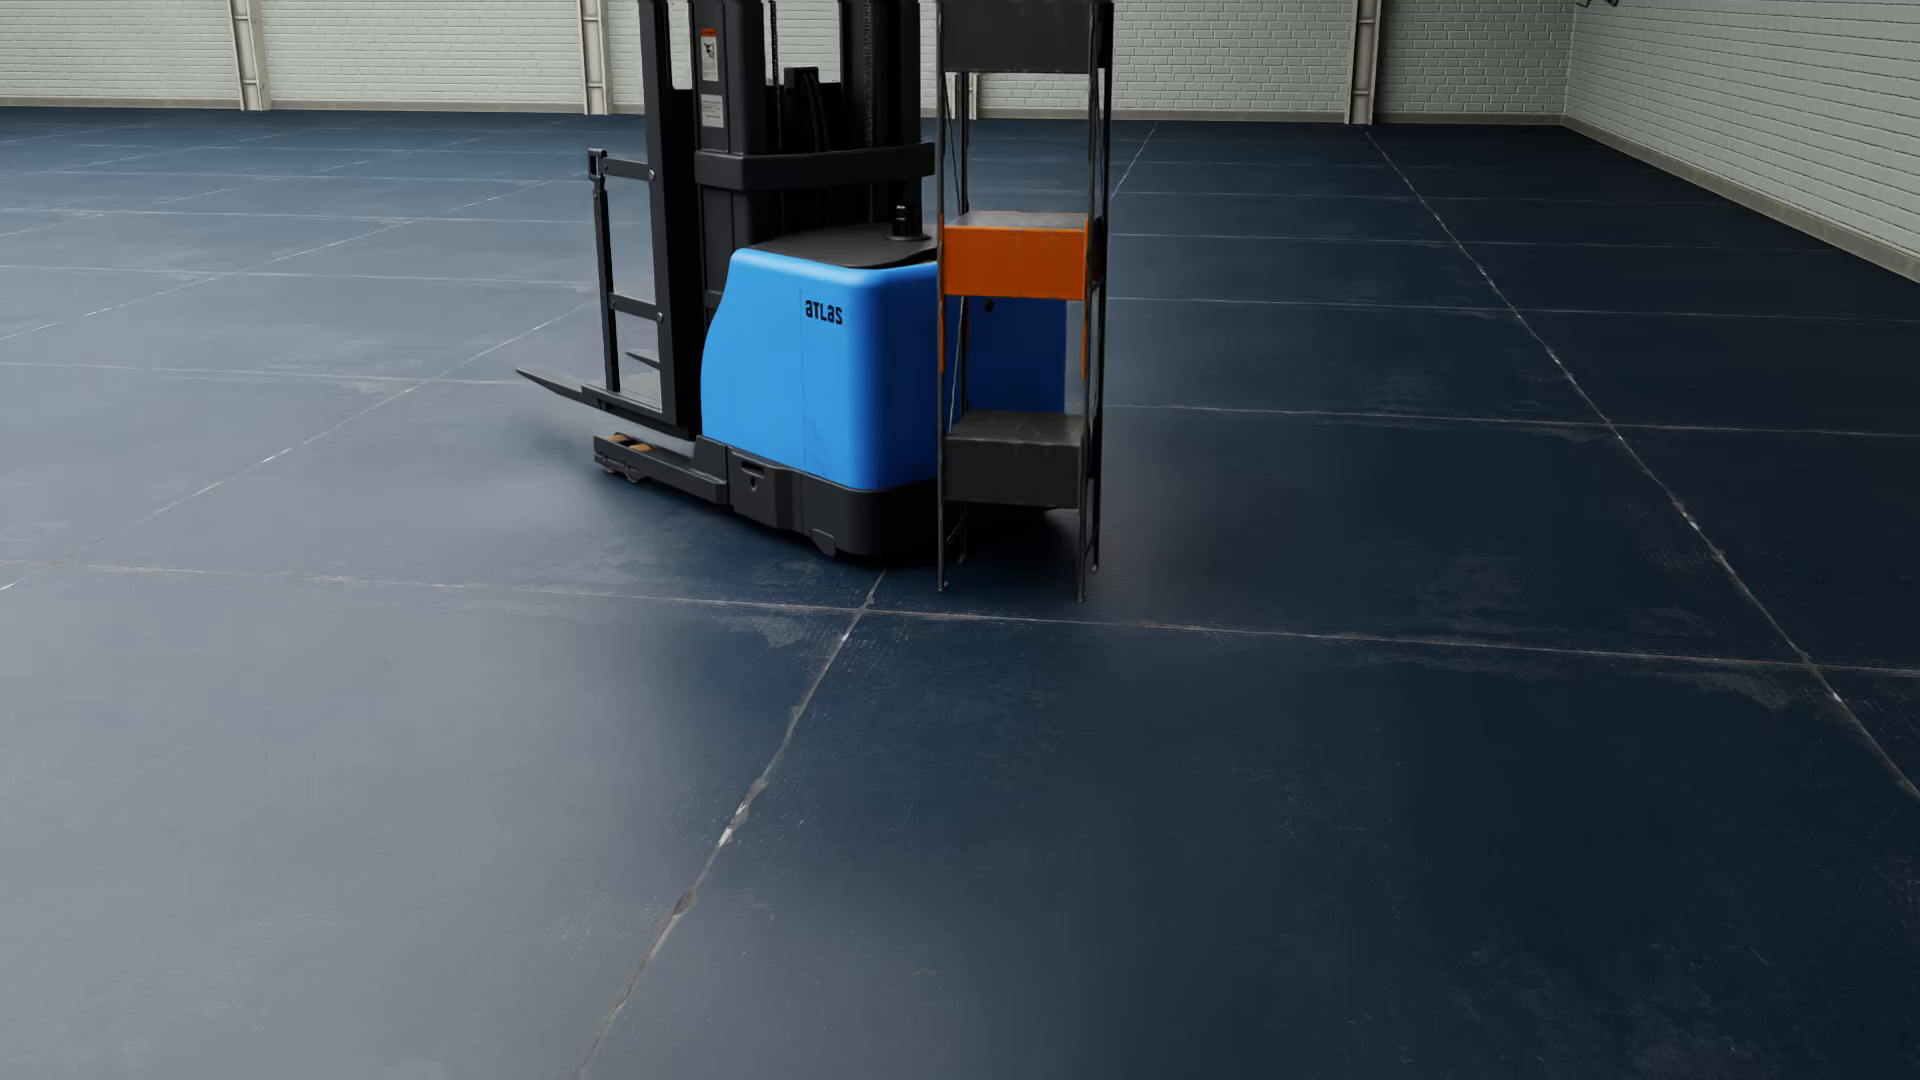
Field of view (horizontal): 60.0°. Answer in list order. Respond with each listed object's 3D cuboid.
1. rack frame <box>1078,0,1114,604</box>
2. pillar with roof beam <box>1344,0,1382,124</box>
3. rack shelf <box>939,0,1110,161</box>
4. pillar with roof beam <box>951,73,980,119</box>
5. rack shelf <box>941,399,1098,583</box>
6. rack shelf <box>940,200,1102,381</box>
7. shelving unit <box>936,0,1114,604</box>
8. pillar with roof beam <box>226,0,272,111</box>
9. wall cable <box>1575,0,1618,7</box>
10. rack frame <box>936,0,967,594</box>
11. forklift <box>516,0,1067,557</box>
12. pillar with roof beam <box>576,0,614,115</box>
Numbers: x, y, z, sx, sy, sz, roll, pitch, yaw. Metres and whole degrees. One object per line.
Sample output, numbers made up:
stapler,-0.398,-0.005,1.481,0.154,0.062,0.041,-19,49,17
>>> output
rack frame,0.452,-0.840,5.505,0.015,2.100,0.400,4,19,12
pillar with roof beam,5.328,-9.211,19.649,0.400,9.000,9.100,3,19,9
rack shelf,0.214,-1.507,5.336,0.480,0.518,0.431,4,19,12
pillar with roof beam,-0.596,-9.513,20.551,0.400,9.000,9.100,3,19,9
rack shelf,0.214,-0.180,5.780,0.480,0.518,0.431,4,19,12
rack shelf,0.214,-0.844,5.558,0.480,0.518,0.431,4,19,12
shelving unit,0.214,-0.857,5.554,0.503,2.100,0.431,4,19,12
pillar with roof beam,-12.444,-10.116,22.356,0.400,9.000,9.100,3,19,9
wall cable,8.710,-8.524,22.491,0.112,2.526,3.097,3,19,9
rack frame,-0.025,-0.873,5.603,0.015,2.100,0.400,4,19,12
forklift,-0.925,-1.722,6.831,1.130,2.935,3.031,-15,24,-38
pillar with roof beam,-6.520,-9.814,21.454,0.400,9.000,9.100,3,19,9
